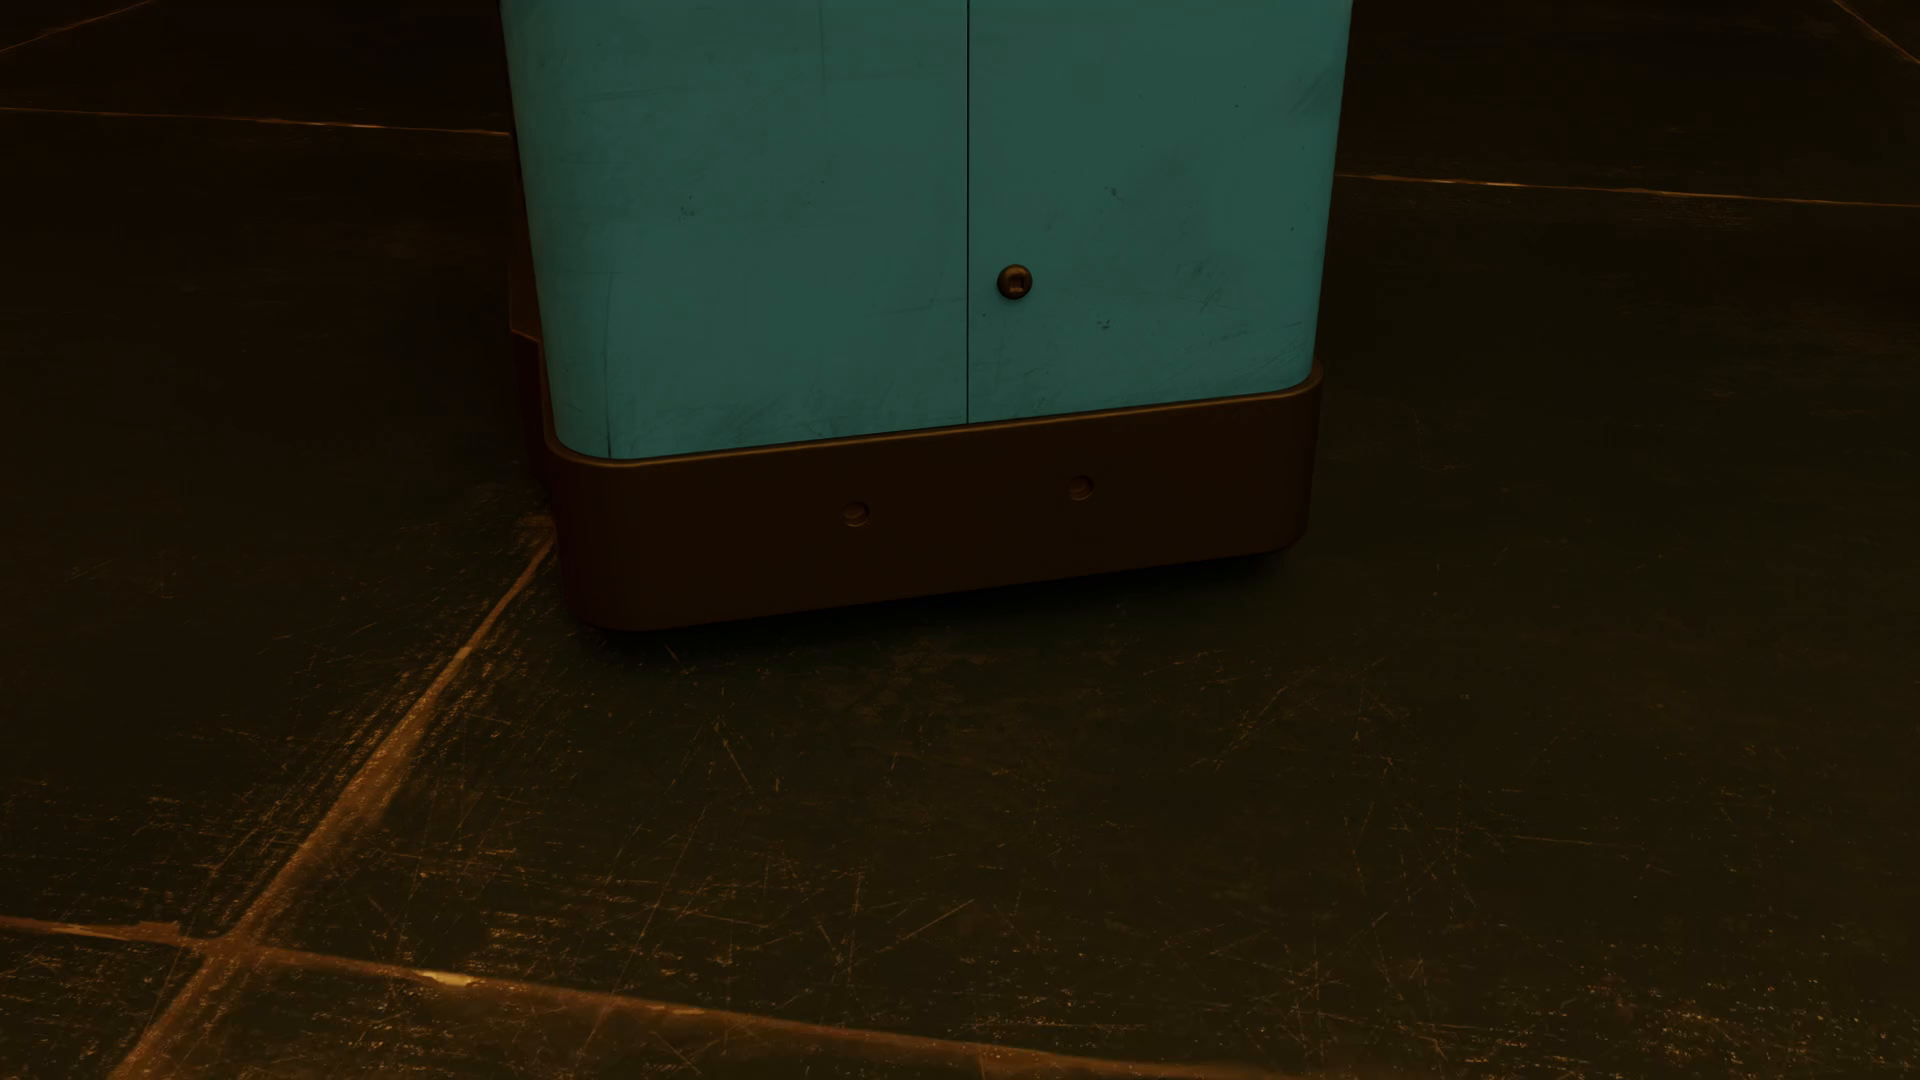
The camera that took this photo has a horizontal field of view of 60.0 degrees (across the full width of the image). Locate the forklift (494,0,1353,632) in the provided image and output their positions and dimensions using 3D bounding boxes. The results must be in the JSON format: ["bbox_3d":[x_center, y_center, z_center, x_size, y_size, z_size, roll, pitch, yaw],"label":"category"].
[{"bbox_3d":[-0.353,-1.863,2.837,1.130,2.935,3.031,-7,30,-12],"label":"forklift"}]
